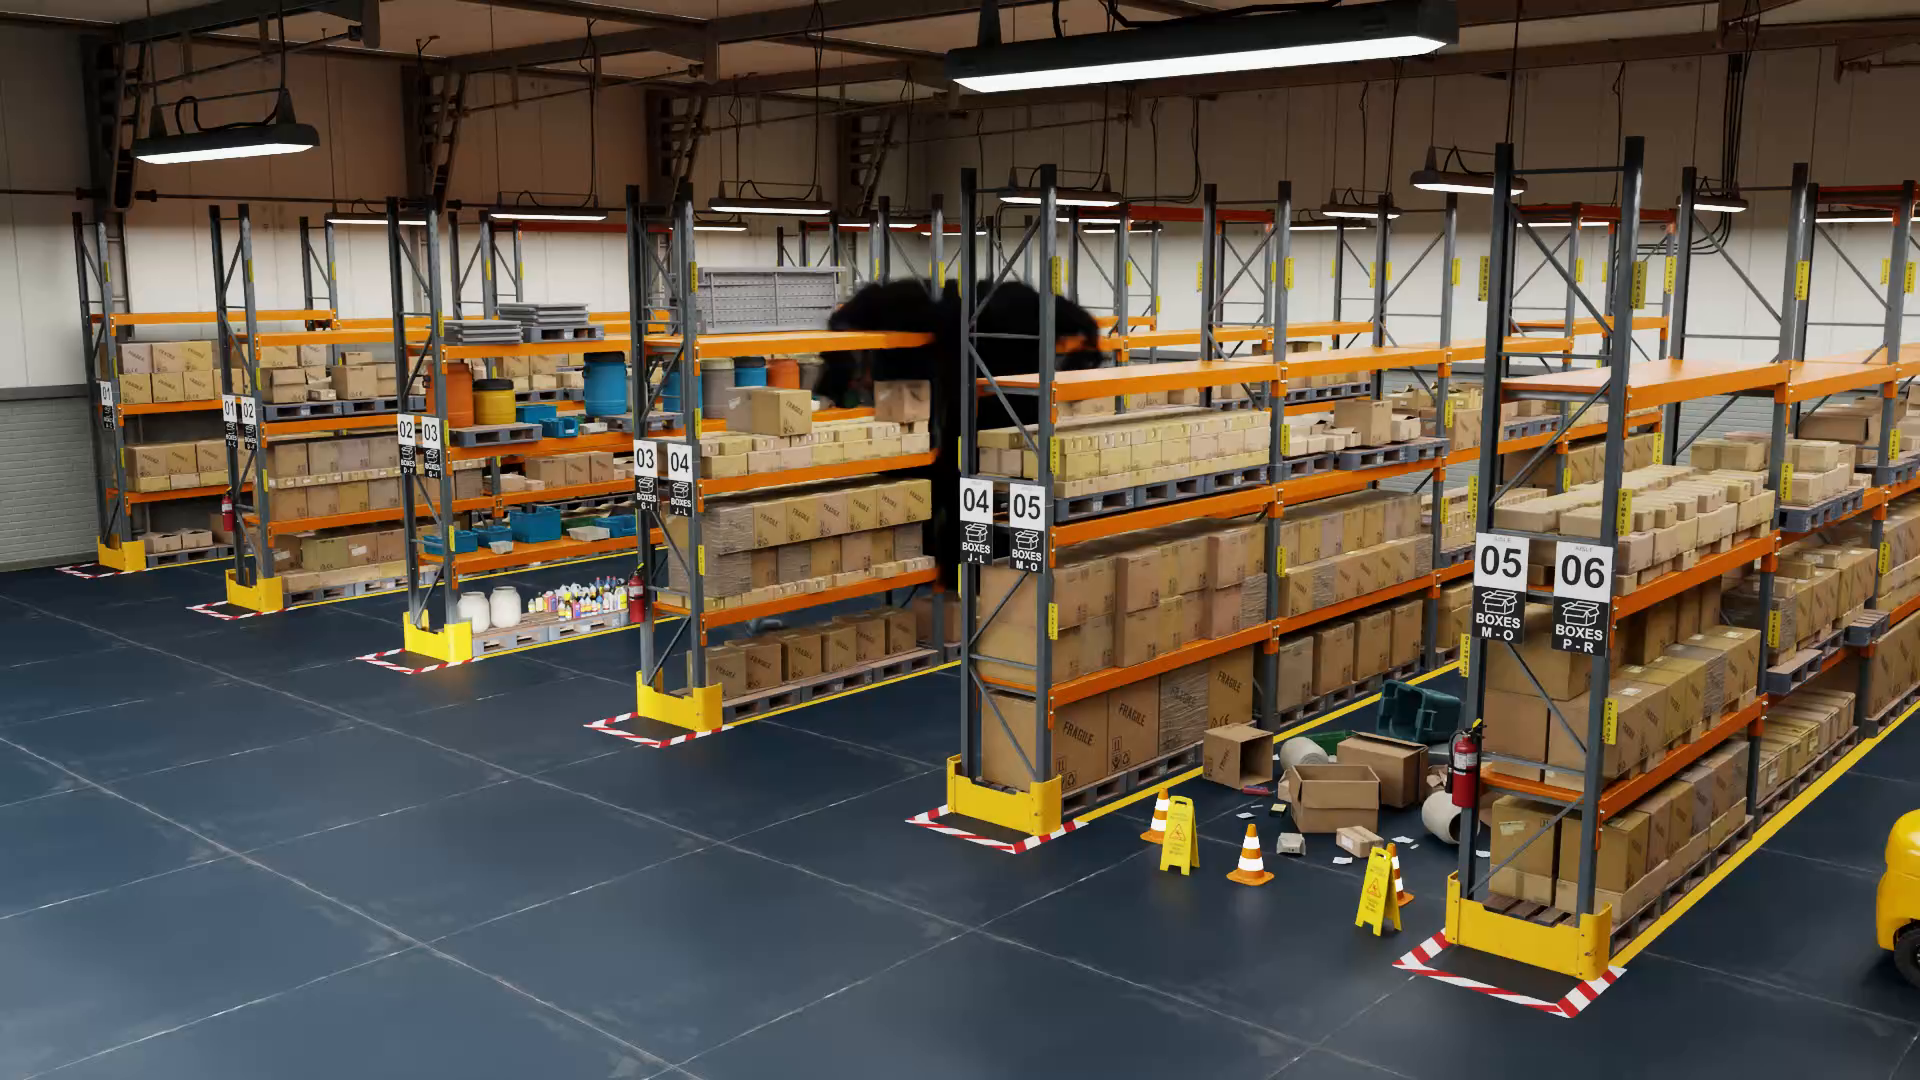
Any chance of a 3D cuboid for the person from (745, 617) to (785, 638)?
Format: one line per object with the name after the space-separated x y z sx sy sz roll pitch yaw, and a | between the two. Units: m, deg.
-2.646 0.737 21.770 0.685 1.704 0.749 9 13 44 | person
